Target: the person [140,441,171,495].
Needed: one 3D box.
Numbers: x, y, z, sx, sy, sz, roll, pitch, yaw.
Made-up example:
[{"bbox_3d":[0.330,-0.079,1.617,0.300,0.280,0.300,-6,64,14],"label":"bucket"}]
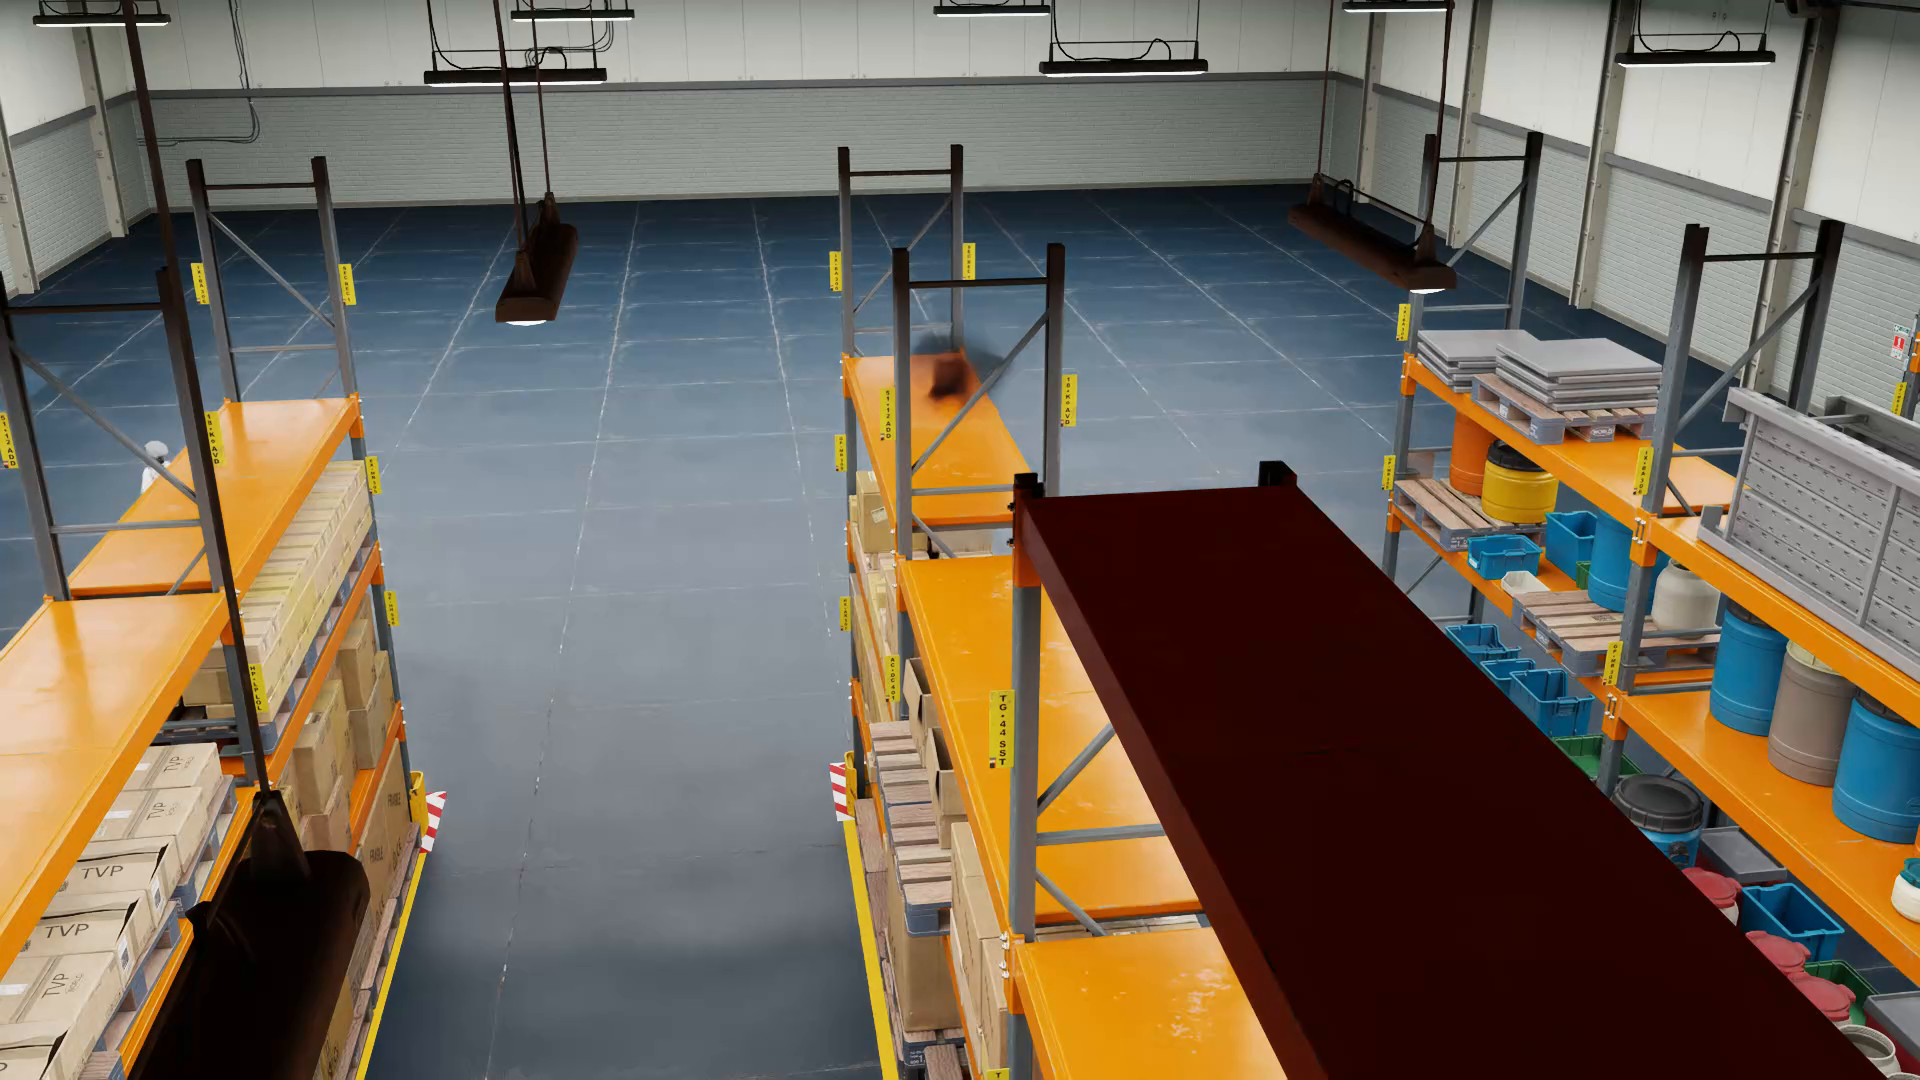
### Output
[{"bbox_3d":[-9.808,-0.417,20.457,0.561,1.665,0.658,14,26,31],"label":"person"}]
